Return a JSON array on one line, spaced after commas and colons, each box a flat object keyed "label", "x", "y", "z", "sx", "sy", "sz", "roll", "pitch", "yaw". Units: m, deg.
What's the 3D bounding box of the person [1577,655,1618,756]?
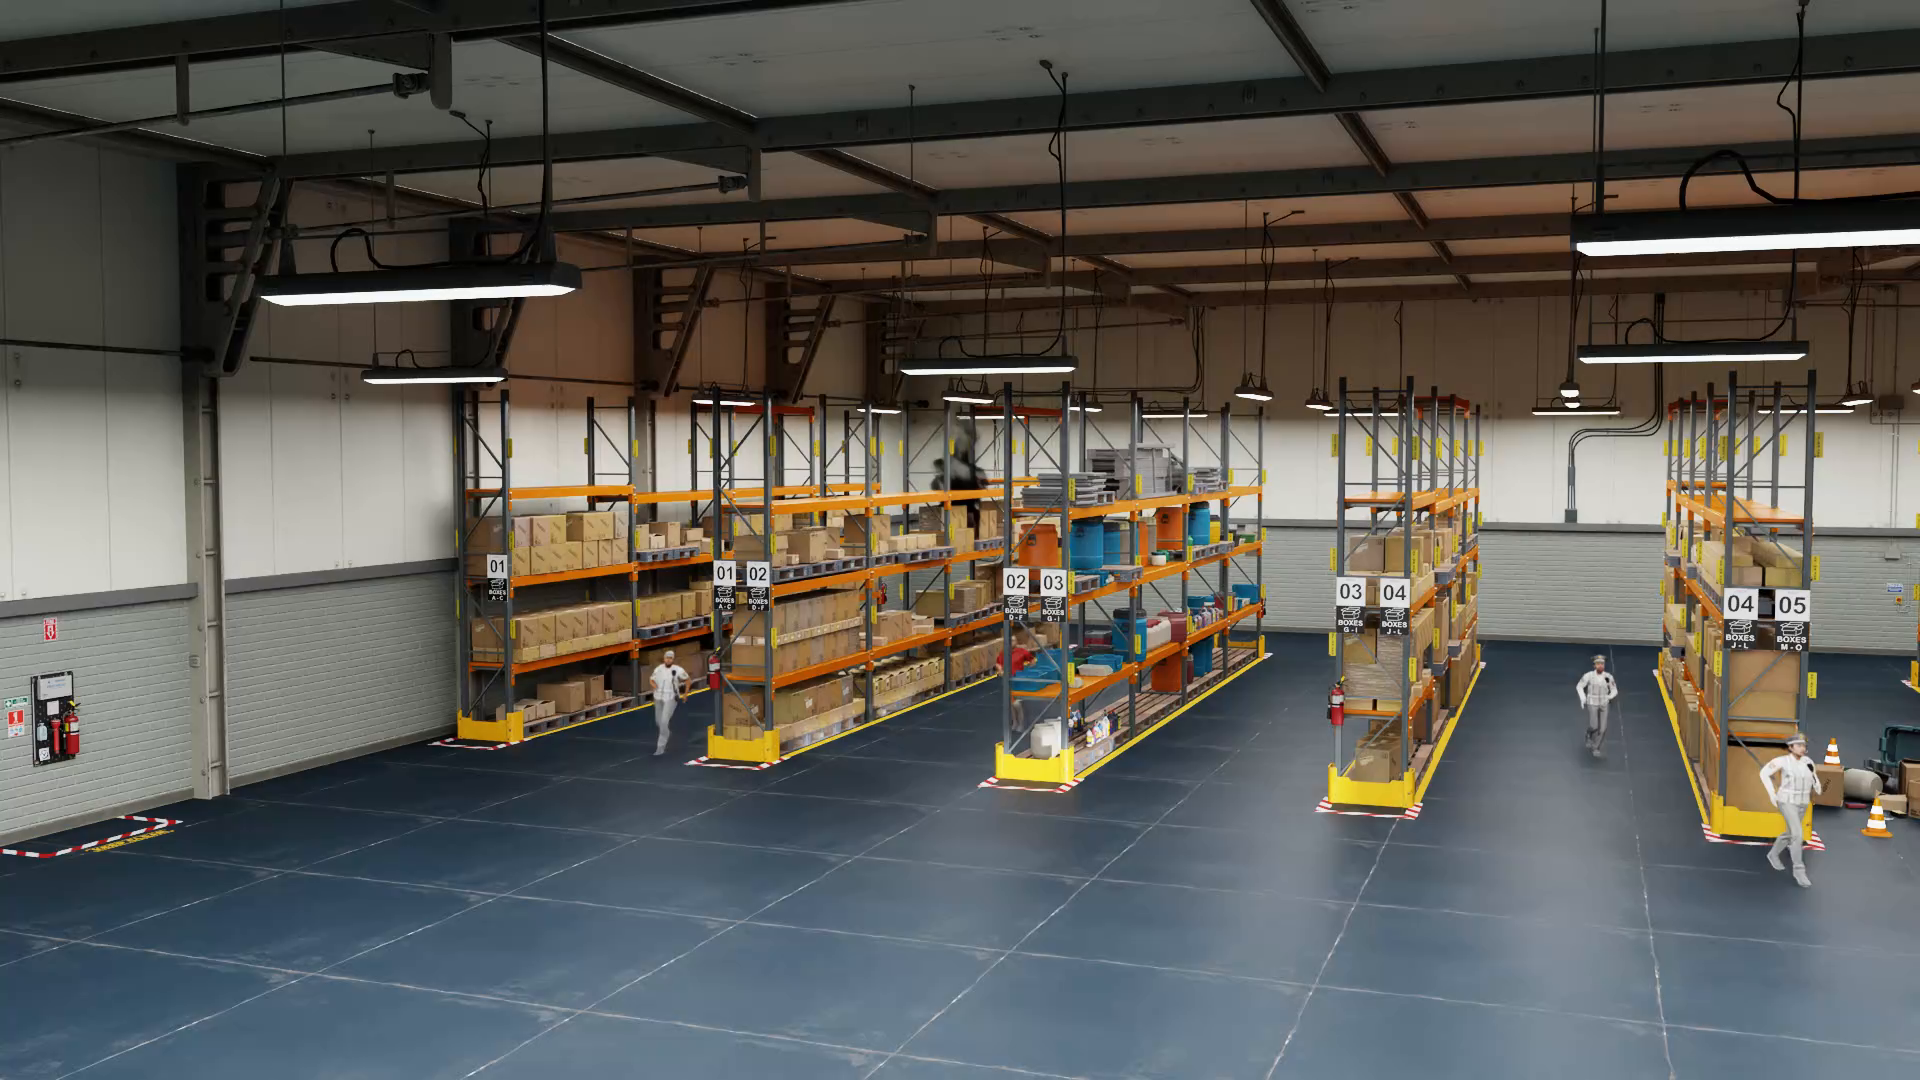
[{"label": "person", "x": 10.355, "y": 2.691, "z": 26.959, "sx": 0.608, "sy": 1.656, "sz": 0.491, "roll": 1, "pitch": 3, "yaw": 10}]

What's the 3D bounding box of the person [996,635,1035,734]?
[{"label": "person", "x": 0.924, "y": 2.542, "z": 29.308, "sx": 0.650, "sy": 1.745, "sz": 0.710, "roll": 1, "pitch": 3, "yaw": 24}]

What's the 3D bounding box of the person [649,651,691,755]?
[{"label": "person", "x": -4.849, "y": 2.671, "z": 27.547, "sx": 0.646, "sy": 1.674, "sz": 0.887, "roll": 1, "pitch": 3, "yaw": 14}]

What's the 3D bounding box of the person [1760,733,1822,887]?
[{"label": "person", "x": 9.689, "y": 3.091, "z": 19.348, "sx": 0.605, "sy": 1.725, "sz": 0.813, "roll": -1, "pitch": 3, "yaw": -15}]
